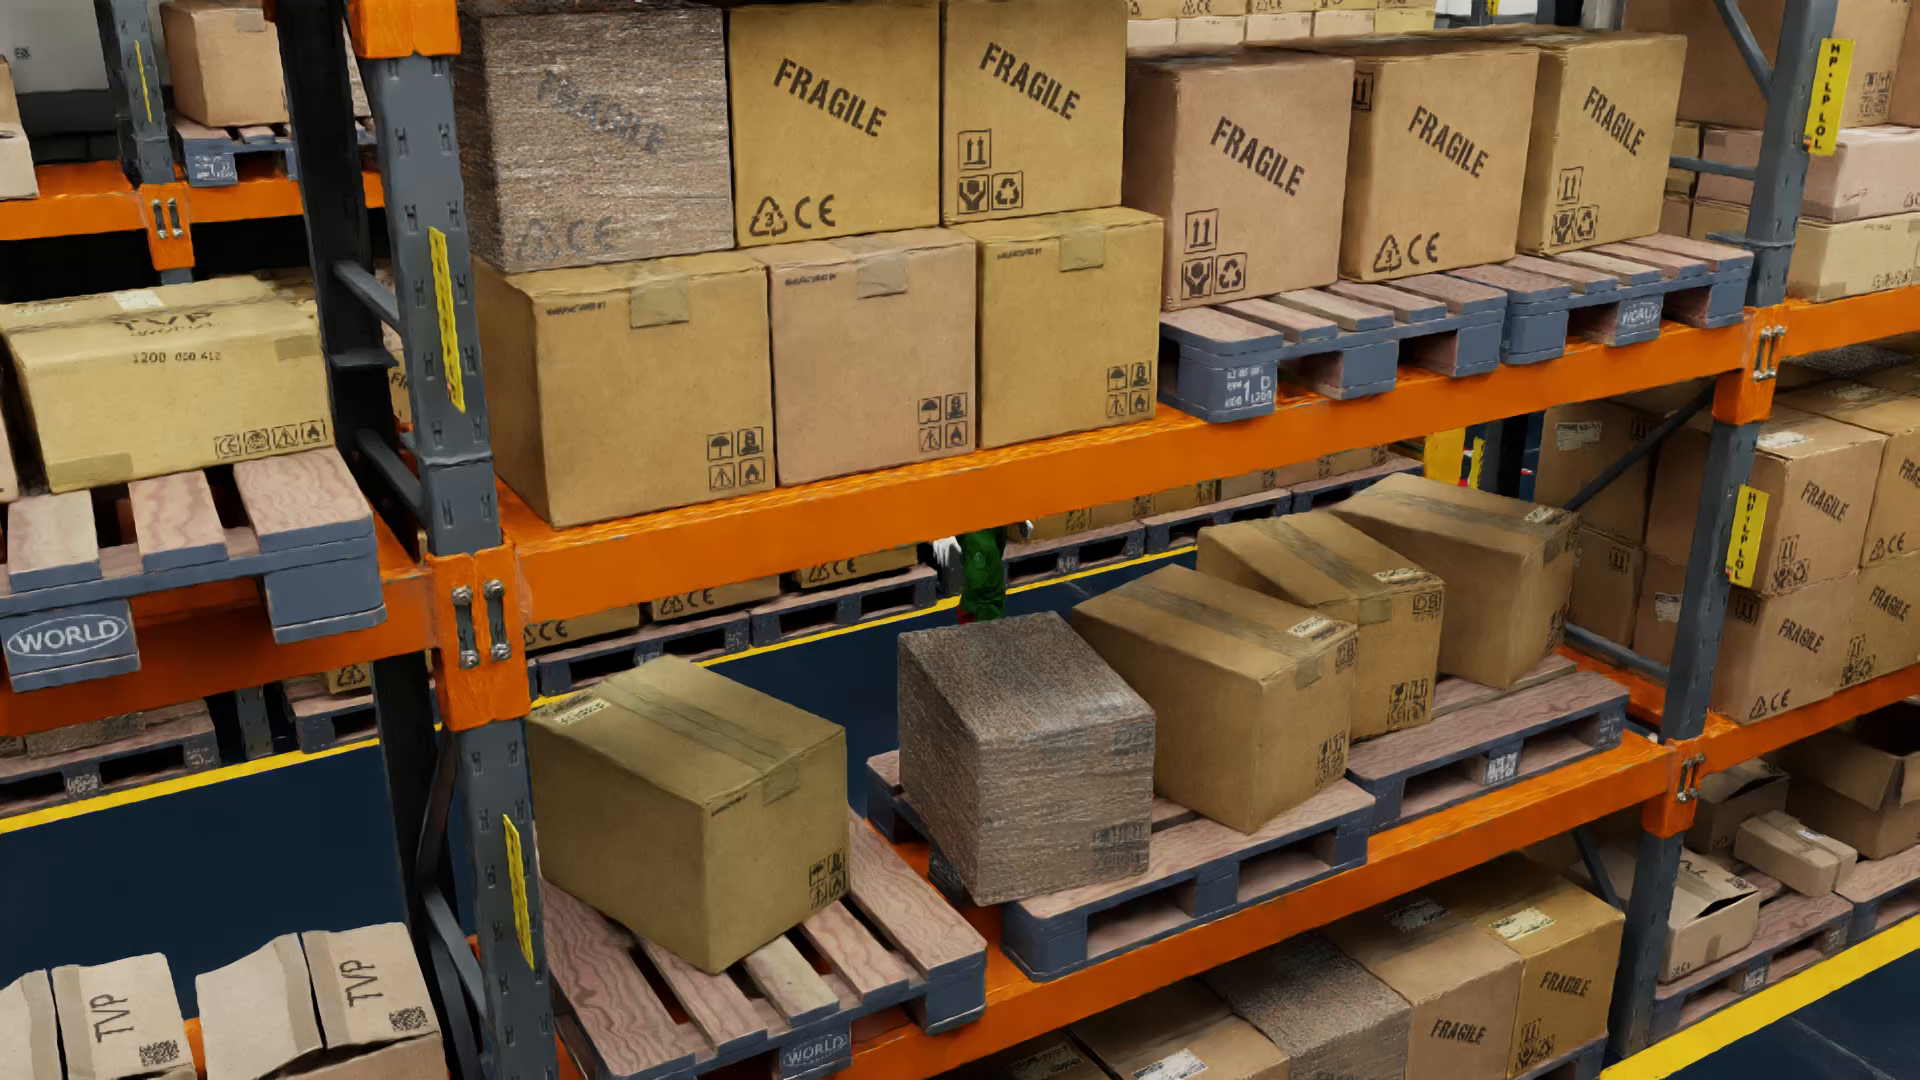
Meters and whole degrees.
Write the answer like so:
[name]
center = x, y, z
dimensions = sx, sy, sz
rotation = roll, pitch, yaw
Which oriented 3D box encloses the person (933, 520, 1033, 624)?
[person]
center = 0.200, -0.066, 8.695
dimensions = 0.615, 1.786, 0.665
rotation = 13, 25, 29
